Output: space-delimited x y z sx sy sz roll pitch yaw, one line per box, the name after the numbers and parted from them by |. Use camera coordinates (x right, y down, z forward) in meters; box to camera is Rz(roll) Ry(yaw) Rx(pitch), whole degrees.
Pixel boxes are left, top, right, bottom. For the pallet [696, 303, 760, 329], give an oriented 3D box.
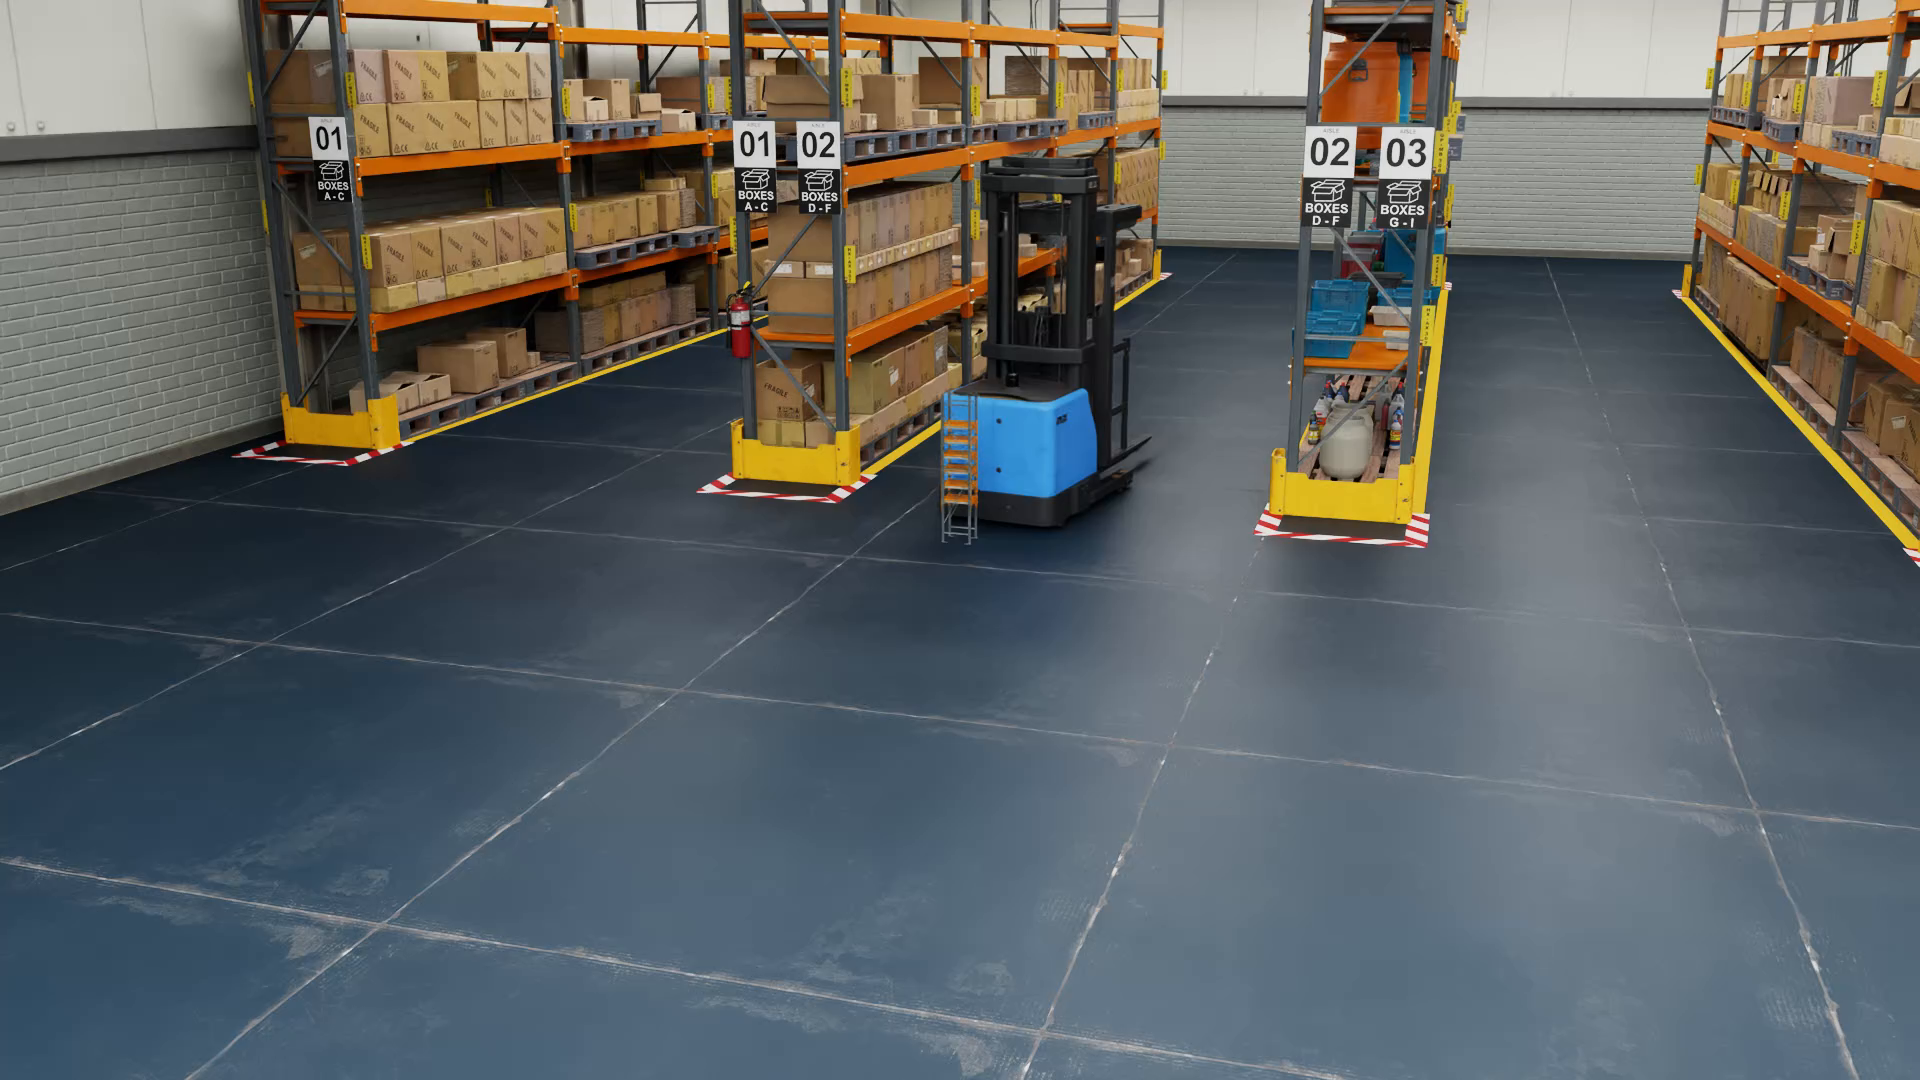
-3.683 -3.359 24.786 1.003 0.211 1.213 5 16 16 | pallet

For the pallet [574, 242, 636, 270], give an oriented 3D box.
-4.759 -3.550 20.700 1.003 0.211 1.213 5 16 16 | pallet

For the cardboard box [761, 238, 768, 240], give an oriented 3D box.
-2.903 -4.534 26.989 0.750 0.750 0.750 5 17 17 | cardboard box

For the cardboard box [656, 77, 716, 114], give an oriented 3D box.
-3.899 -6.332 23.670 0.700 0.500 0.500 3 16 12 | cardboard box

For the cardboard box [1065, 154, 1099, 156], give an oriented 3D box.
1.947 -5.979 26.898 0.500 0.500 0.500 4 16 15 | cardboard box

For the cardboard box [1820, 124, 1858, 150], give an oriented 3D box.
9.607 -4.346 17.933 0.500 0.250 0.500 5 17 17 | cardboard box

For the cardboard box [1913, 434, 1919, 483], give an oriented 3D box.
8.521 -0.738 14.245 0.500 0.500 0.500 6 17 21 | cardboard box

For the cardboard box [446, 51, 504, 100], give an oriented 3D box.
-5.282 -5.002 17.918 0.500 0.500 0.500 4 16 14 | cardboard box

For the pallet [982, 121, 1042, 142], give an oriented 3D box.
0.349 -4.992 20.281 1.003 0.211 1.213 5 17 18 | pallet

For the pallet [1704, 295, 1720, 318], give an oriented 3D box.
12.041 -3.566 25.515 1.003 0.211 1.213 5 16 16 | pallet

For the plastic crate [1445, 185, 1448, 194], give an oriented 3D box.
7.877 -5.769 27.996 0.616 0.435 0.499 5 16 16 | plastic crate

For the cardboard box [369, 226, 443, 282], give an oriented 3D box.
-5.679 -2.936 17.046 0.500 0.500 0.500 5 16 16 | cardboard box

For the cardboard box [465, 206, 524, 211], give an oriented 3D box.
-5.450 -3.645 19.548 0.500 0.500 0.500 4 16 15 | cardboard box

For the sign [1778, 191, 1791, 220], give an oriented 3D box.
9.735 -3.947 19.627 0.100 0.325 0.005 5 16 16 | sign

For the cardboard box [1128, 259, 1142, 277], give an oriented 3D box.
2.828 -4.691 28.605 0.500 0.250 0.500 5 16 16 | cardboard box

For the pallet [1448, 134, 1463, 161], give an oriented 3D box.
4.271 -3.841 16.225 1.213 0.211 1.003 5 16 16 | pallet

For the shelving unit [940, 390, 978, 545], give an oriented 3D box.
-0.004 -0.573 13.152 0.258 1.200 0.189 5 16 16 | shelving unit

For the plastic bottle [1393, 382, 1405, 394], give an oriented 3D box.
4.476 -1.432 16.929 0.144 0.351 0.185 4 16 14 | plastic bottle

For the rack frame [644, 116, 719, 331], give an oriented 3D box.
-3.979 -4.500 23.699 1.000 3.000 0.127 5 16 16 | rack frame

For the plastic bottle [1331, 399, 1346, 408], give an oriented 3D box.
3.730 -1.242 16.398 0.152 0.276 0.135 5 16 16 | plastic bottle

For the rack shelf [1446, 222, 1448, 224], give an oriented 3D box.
7.224 -4.956 26.623 1.077 0.370 4.000 5 16 16 | rack shelf

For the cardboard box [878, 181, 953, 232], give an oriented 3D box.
-0.485 -3.626 18.057 0.700 0.500 0.500 5 17 16 | cardboard box

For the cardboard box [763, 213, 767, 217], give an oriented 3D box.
-3.155 -5.211 25.440 0.500 0.500 0.500 5 17 17 | cardboard box

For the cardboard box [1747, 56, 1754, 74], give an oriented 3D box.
11.958 -7.015 24.558 0.500 0.250 0.500 4 16 14 | cardboard box

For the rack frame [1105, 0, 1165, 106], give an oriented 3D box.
3.045 -9.096 28.908 1.000 3.000 0.127 5 16 16 | rack frame

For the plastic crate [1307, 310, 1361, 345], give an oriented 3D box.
3.291 -1.891 14.772 0.499 0.251 0.408 5 16 16 | plastic crate

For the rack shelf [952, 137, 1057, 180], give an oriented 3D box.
0.203 -4.691 20.192 1.077 0.370 4.000 5 16 16 | rack shelf

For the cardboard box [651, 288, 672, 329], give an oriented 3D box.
-4.392 -3.191 22.858 0.700 0.500 0.500 5 16 16 | cardboard box

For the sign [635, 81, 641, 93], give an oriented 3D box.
-4.509 -6.275 23.367 0.100 0.325 0.005 5 16 16 | sign

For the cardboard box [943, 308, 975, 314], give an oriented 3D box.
-0.093 -2.746 20.755 0.500 0.311 0.500 4 16 15 | cardboard box

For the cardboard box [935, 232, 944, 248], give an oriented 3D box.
-0.381 -3.210 17.777 0.380 0.149 0.250 4 16 14 | cardboard box

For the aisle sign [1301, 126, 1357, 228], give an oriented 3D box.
2.941 -2.894 13.271 0.394 0.787 0.004 5 16 16 | aisle sign

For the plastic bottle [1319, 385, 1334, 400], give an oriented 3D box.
3.702 -1.394 16.797 0.144 0.351 0.185 4 16 14 | plastic bottle

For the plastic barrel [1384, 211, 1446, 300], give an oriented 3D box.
4.783 -3.004 17.506 0.600 0.901 0.708 5 16 16 | plastic barrel

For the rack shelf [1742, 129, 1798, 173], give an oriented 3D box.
10.836 -4.968 21.170 1.077 0.370 4.000 5 16 16 | rack shelf

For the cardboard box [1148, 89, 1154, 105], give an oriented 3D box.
3.001 -7.537 28.265 0.500 0.250 0.500 5 16 16 | cardboard box

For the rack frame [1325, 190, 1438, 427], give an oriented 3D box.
4.383 -2.686 17.301 1.000 3.000 0.127 5 16 16 | rack frame

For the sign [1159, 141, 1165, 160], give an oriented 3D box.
3.571 -6.871 29.356 0.100 0.325 0.005 5 16 16 | sign

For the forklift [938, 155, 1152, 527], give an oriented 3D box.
0.907 -1.873 14.561 1.130 2.935 3.031 7 17 24 | forklift

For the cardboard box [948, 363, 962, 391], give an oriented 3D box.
-0.288 -1.812 18.489 0.500 0.250 0.500 5 16 16 | cardboard box

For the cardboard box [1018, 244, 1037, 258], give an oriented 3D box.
0.781 -3.740 21.477 0.380 0.149 0.250 5 16 16 | cardboard box

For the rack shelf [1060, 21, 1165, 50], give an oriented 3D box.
2.476 -8.225 27.162 1.077 0.370 4.000 5 16 16 | rack shelf

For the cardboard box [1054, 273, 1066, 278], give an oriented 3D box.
1.609 -3.628 24.399 0.500 0.500 0.500 4 16 14 | cardboard box

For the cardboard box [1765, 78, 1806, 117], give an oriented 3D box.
11.250 -5.935 22.307 0.700 0.500 0.500 5 17 17 | cardboard box

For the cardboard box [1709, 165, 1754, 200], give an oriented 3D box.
11.863 -5.501 25.583 0.500 0.500 0.500 4 16 14 | cardboard box

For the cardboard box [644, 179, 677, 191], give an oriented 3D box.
-4.126 -4.894 22.909 0.380 0.149 0.250 2 16 7 | cardboard box

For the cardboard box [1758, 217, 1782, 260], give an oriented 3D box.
10.463 -3.810 21.083 0.500 0.500 0.500 4 16 14 | cardboard box

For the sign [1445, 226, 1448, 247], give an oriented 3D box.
6.049 -3.770 20.824 0.100 0.325 0.005 5 16 16 | sign

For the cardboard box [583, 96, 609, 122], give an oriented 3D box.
-4.709 -5.354 20.605 0.500 0.311 0.500 5 17 18 | cardboard box

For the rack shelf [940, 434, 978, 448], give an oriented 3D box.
-0.004 -0.762 13.099 0.258 0.103 0.180 5 16 16 | rack shelf

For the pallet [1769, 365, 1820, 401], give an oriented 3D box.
10.045 -1.802 19.296 1.003 0.211 1.213 5 16 16 | pallet

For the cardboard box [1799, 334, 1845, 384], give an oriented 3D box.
9.952 -2.034 18.778 0.700 0.500 0.500 3 16 11 | cardboard box

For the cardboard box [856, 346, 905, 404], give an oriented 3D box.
-0.866 -1.650 16.545 0.500 0.500 0.500 5 16 16 | cardboard box

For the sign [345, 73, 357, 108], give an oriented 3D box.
-5.732 -4.229 15.643 0.100 0.325 0.005 5 16 16 | sign

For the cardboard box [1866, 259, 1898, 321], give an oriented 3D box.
8.768 -2.252 15.042 0.875 0.500 0.500 5 16 16 | cardboard box

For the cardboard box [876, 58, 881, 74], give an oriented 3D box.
-1.652 -8.362 29.766 0.500 0.500 0.500 5 16 16 | cardboard box

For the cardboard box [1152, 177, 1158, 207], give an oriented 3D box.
3.178 -6.120 29.226 0.500 0.500 0.500 5 17 18 | cardboard box

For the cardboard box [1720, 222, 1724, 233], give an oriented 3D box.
11.397 -4.581 24.442 0.380 0.149 0.250 5 17 17 | cardboard box

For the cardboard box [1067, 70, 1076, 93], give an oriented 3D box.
1.318 -6.430 23.868 0.600 0.600 0.600 4 16 14 | cardboard box
